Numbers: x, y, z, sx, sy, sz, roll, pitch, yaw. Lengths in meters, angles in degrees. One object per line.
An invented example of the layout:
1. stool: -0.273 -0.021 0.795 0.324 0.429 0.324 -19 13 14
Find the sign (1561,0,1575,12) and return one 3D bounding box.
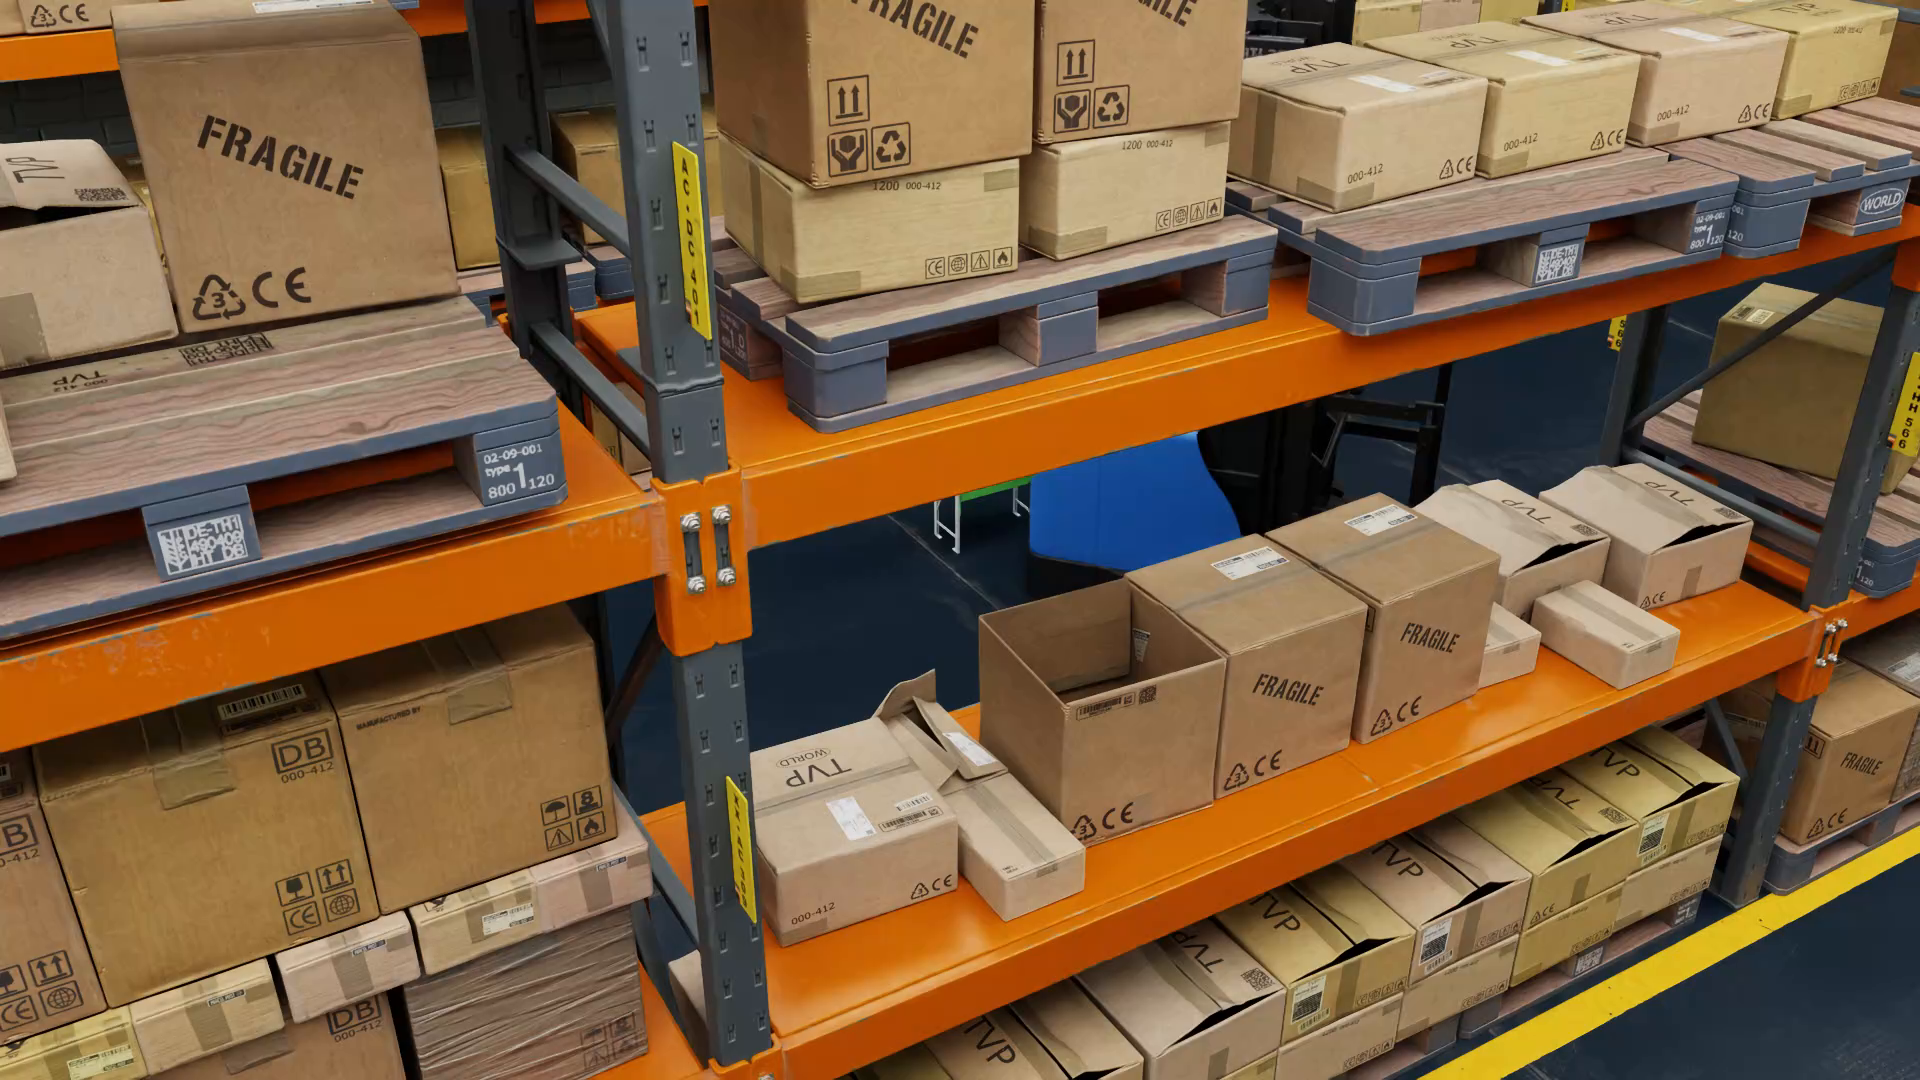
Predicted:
1. sign: 3.927 -3.435 10.754 0.005 0.325 0.100 -16 33 -26

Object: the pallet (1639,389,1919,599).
1. pallet: 3.257 -0.256 6.308 1.003 0.211 1.213 -16 33 -26

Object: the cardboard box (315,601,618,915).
1. cardboard box: -1.120 0.334 3.595 0.500 0.500 0.700 -16 33 -26

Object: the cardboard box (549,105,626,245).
1. cardboard box: -1.760 -1.883 8.499 0.500 0.500 0.700 -11 31 -20

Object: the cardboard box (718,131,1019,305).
1. cardboard box: -0.205 -0.744 3.610 0.500 0.250 0.500 -12 31 -21

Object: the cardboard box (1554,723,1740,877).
1. cardboard box: 2.381 0.860 5.917 0.500 0.311 0.500 -15 32 -25

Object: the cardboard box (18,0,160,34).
1. cardboard box: -3.566 -2.367 6.706 0.500 0.500 0.500 -15 32 -25

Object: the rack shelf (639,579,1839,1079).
1. rack shelf: 0.984 0.660 5.195 4.000 0.370 1.077 -16 33 -26

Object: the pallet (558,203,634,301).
1. pallet: -1.491 -1.622 8.783 1.213 0.211 1.003 -16 33 -26

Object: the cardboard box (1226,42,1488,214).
1. cardboard box: 0.939 -1.040 4.146 0.500 0.250 0.500 -19 34 -30

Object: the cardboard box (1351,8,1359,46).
1. cardboard box: 2.046 -3.106 10.065 0.500 0.250 0.500 -17 33 -27

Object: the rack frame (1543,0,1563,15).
1. rack frame: 3.644 -3.187 11.420 0.127 3.000 1.000 -16 33 -26

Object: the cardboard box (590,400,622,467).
1. cardboard box: -2.207 -0.661 8.975 0.500 0.500 0.700 -17 33 -27

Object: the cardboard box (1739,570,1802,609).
1. cardboard box: 3.442 0.086 6.845 0.500 0.250 0.500 -15 32 -24

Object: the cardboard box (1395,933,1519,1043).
1. cardboard box: 1.500 1.355 5.602 0.500 0.250 0.500 -15 32 -25

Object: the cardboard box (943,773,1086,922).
1. cardboard box: 0.127 0.812 4.433 0.250 0.149 0.380 -16 33 -26

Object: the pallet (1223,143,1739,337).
1. pallet: 1.205 -0.897 4.362 1.213 0.211 1.003 -14 32 -24

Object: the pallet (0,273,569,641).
1. pallet: -1.463 -0.221 3.033 1.213 0.211 1.003 -16 33 -26

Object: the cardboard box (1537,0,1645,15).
1. cardboard box: 4.120 -3.444 11.576 0.700 0.700 0.980 -15 32 -26

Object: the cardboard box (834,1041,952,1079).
1. cardboard box: -0.258 1.611 4.557 0.500 0.311 0.500 -16 33 -26

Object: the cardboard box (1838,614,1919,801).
1. cardboard box: 3.694 0.634 6.629 0.500 0.500 0.500 -17 33 -28

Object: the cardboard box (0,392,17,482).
1. cardboard box: -1.642 -0.205 2.593 0.250 0.149 0.380 -16 33 -26

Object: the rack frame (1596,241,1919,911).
1. rack frame: 2.708 -0.145 5.908 0.127 3.000 1.000 -16 33 -26

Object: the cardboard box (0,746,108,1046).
1. cardboard box: -1.987 0.580 3.148 0.500 0.500 0.700 -16 33 -26

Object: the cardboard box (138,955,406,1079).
1. cardboard box: -1.572 1.033 3.669 0.500 0.500 0.700 -16 33 -27

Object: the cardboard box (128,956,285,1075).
1. cardboard box: -1.531 0.852 3.327 0.250 0.149 0.380 -16 33 -26

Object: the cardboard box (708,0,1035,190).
1. cardboard box: -0.189 -1.060 3.407 0.500 0.500 0.500 -15 32 -26

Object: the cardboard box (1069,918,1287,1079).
1. cardboard box: 0.622 1.364 5.005 0.500 0.311 0.500 -17 33 -28

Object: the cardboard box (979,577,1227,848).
1. cardboard box: 0.384 0.480 4.672 0.500 0.500 0.500 -13 32 -23

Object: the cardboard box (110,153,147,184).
1. cardboard box: -3.765 -1.472 7.671 0.500 0.500 0.500 -17 33 -27

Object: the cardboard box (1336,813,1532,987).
1. cardboard box: 1.500 1.113 5.460 0.500 0.311 0.500 -16 33 -27

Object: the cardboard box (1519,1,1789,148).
1. cardboard box: 1.902 -1.306 4.628 0.500 0.250 0.500 -15 32 -25

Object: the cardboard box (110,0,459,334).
1. cardboard box: -1.309 -0.755 3.225 0.500 0.500 0.500 -13 31 -22

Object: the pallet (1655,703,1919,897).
1. pallet: 3.371 0.909 6.885 1.213 0.211 1.003 -16 33 -26

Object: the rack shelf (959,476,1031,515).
1. rack shelf: 0.143 -0.300 8.680 0.480 0.148 0.258 -16 33 -26

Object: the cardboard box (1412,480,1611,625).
1. cardboard box: 1.839 0.032 5.679 0.500 0.311 0.500 -16 33 -27

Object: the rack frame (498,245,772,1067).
1. rack frame: -0.741 0.834 4.134 0.127 3.000 1.000 -16 33 -26

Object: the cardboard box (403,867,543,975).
1. cardboard box: -1.081 0.722 3.563 0.250 0.149 0.380 -17 33 -27

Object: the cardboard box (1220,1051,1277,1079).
1. cardboard box: 0.619 1.606 5.146 0.500 0.250 0.500 -17 33 -28

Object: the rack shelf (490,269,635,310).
1. rack shelf: -1.529 -1.403 8.933 4.000 0.370 1.077 -16 33 -26

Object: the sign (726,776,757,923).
1. sign: -0.458 0.651 3.487 0.005 0.325 0.100 -16 33 -26

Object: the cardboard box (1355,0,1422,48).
1. cardboard box: 2.485 -3.231 10.292 0.500 0.250 0.500 -15 32 -25

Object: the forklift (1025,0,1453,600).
1. forklift: 1.893 -0.935 7.411 3.031 2.935 1.130 10 30 17

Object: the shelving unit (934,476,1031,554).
1. shelving unit: 0.143 -0.566 8.534 0.503 1.200 0.258 -16 33 -26

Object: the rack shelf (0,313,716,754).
1. rack shelf: -2.465 0.325 2.696 4.000 0.370 1.077 -16 33 -26

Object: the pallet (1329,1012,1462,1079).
1. pallet: 0.928 1.558 5.709 1.213 0.211 1.003 -16 33 -26

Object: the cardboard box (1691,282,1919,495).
1. cardboard box: 3.194 -0.574 6.147 0.700 0.500 0.500 22 36 34

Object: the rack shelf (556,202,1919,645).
1. rack shelf: 0.984 -0.654 4.470 4.000 0.370 1.077 -16 33 -26

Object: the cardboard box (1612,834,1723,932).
1. cardboard box: 2.378 1.105 6.054 0.500 0.250 0.500 -15 32 -25

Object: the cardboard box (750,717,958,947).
1. cardboard box: -0.338 0.761 4.422 0.500 0.250 0.500 -14 32 -23

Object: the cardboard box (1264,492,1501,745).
1. cardboard box: 1.269 0.229 5.127 0.500 0.500 0.500 -18 34 -29

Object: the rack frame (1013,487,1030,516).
1. rack frame: 0.353 -0.626 8.642 0.015 1.200 0.240 -16 33 -26
